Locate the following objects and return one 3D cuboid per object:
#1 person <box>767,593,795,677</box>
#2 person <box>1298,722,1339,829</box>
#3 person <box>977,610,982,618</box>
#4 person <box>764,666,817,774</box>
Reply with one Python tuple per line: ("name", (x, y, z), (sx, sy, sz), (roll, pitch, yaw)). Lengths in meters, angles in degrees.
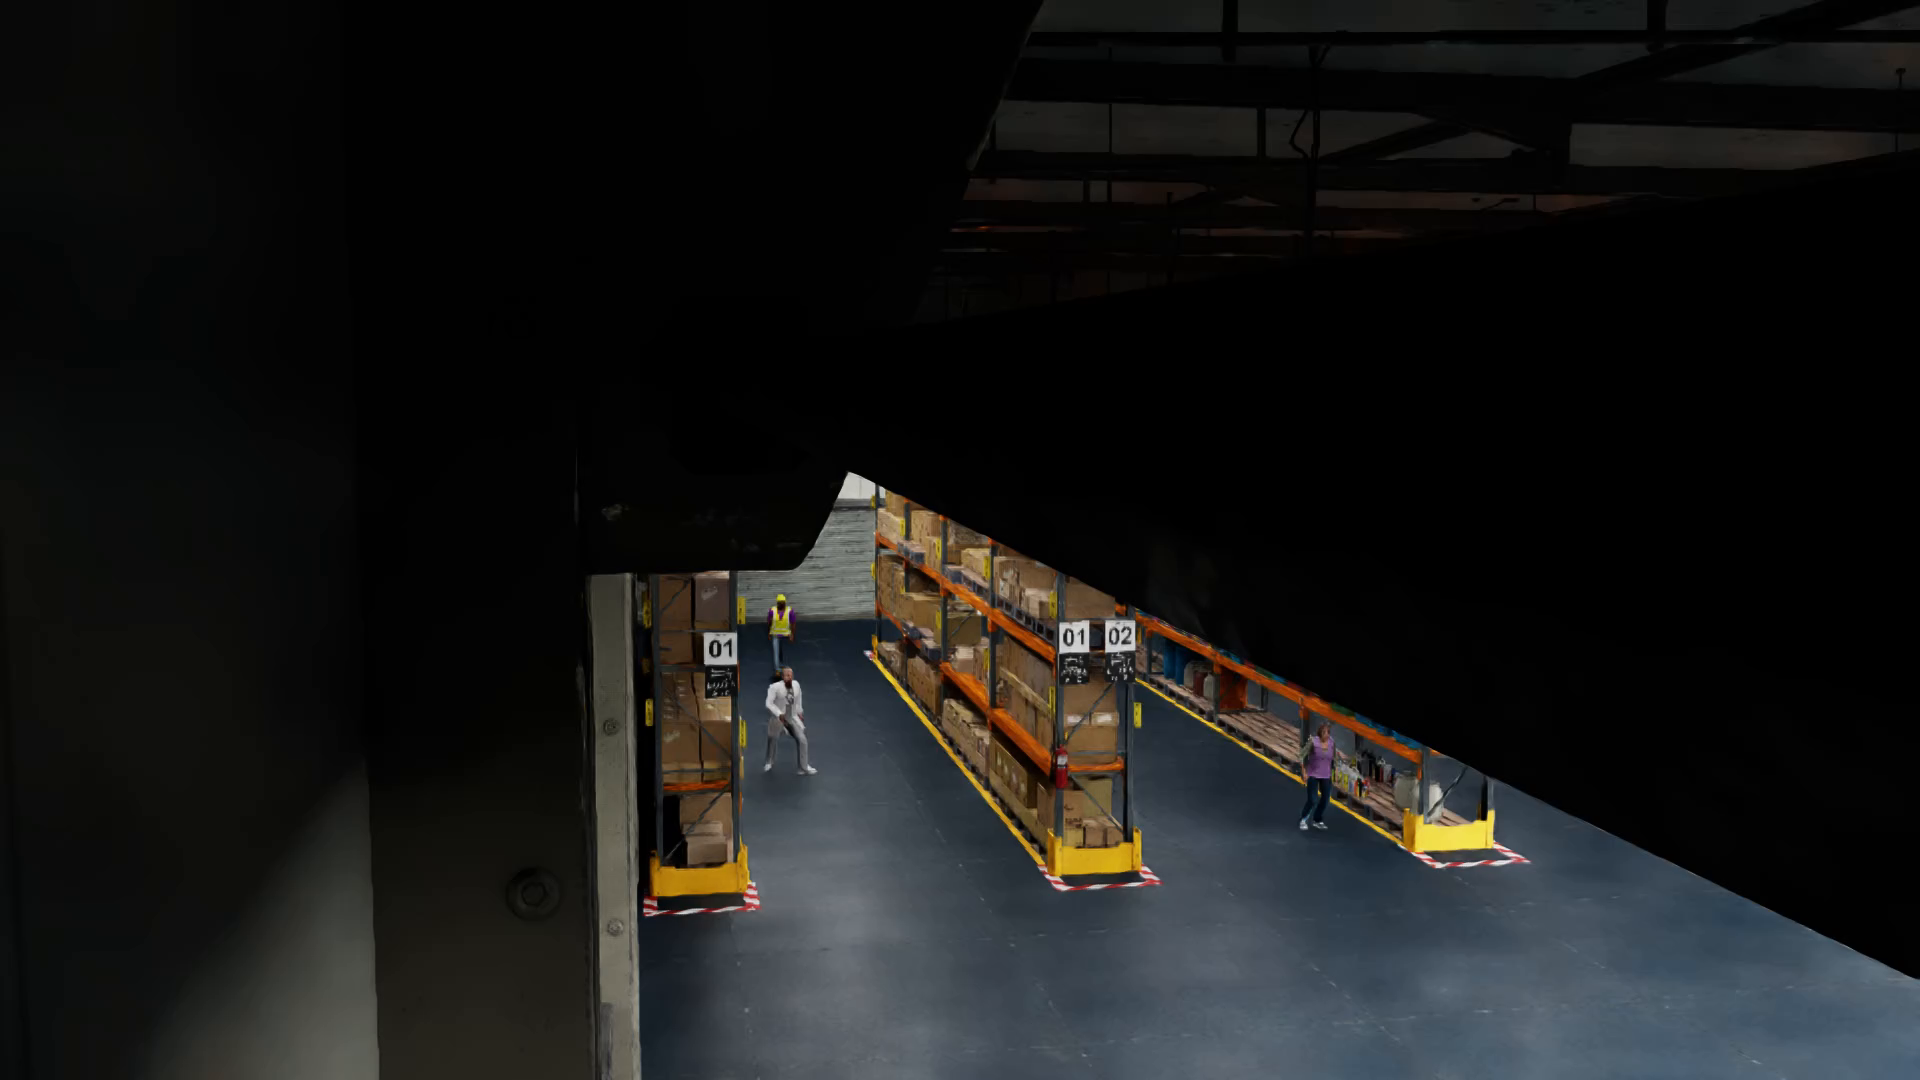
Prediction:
("person", (-3.693, 1.941, 34.450), (0.577, 1.687, 1.115), (-1, 6, -13))
("person", (4.909, 3.239, 22.816), (0.566, 1.526, 0.519), (-1, 6, -13))
("person", (0.315, 1.744, 36.558), (0.398, 1.665, 0.588), (0, 6, 5))
("person", (-2.734, 2.800, 26.005), (0.735, 1.712, 0.905), (-3, 7, -27))
